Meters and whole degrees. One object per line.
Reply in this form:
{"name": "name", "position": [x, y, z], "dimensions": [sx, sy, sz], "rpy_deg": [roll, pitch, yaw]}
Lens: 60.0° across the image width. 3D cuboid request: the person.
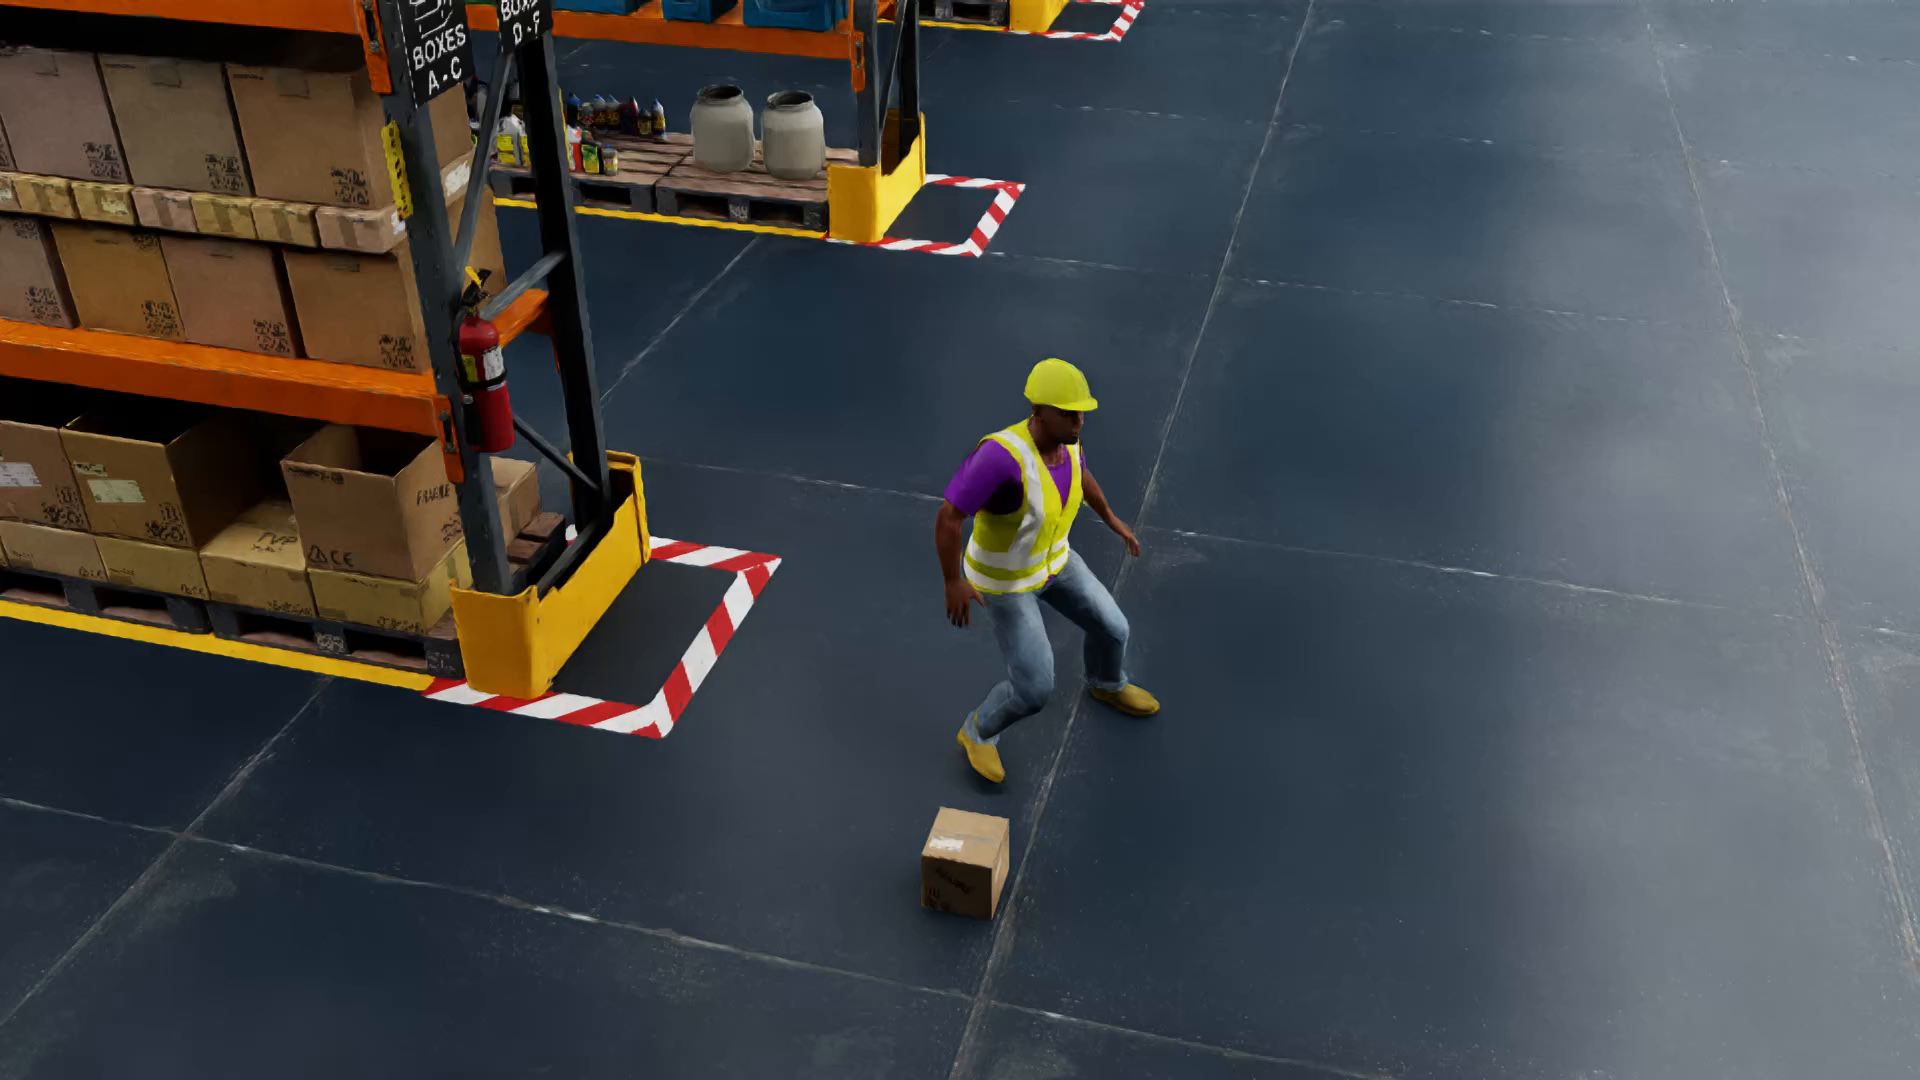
{"name": "person", "position": [0.334, 0.081, 6.145], "dimensions": [0.536, 1.615, 0.894], "rpy_deg": [27, 42, 36]}
